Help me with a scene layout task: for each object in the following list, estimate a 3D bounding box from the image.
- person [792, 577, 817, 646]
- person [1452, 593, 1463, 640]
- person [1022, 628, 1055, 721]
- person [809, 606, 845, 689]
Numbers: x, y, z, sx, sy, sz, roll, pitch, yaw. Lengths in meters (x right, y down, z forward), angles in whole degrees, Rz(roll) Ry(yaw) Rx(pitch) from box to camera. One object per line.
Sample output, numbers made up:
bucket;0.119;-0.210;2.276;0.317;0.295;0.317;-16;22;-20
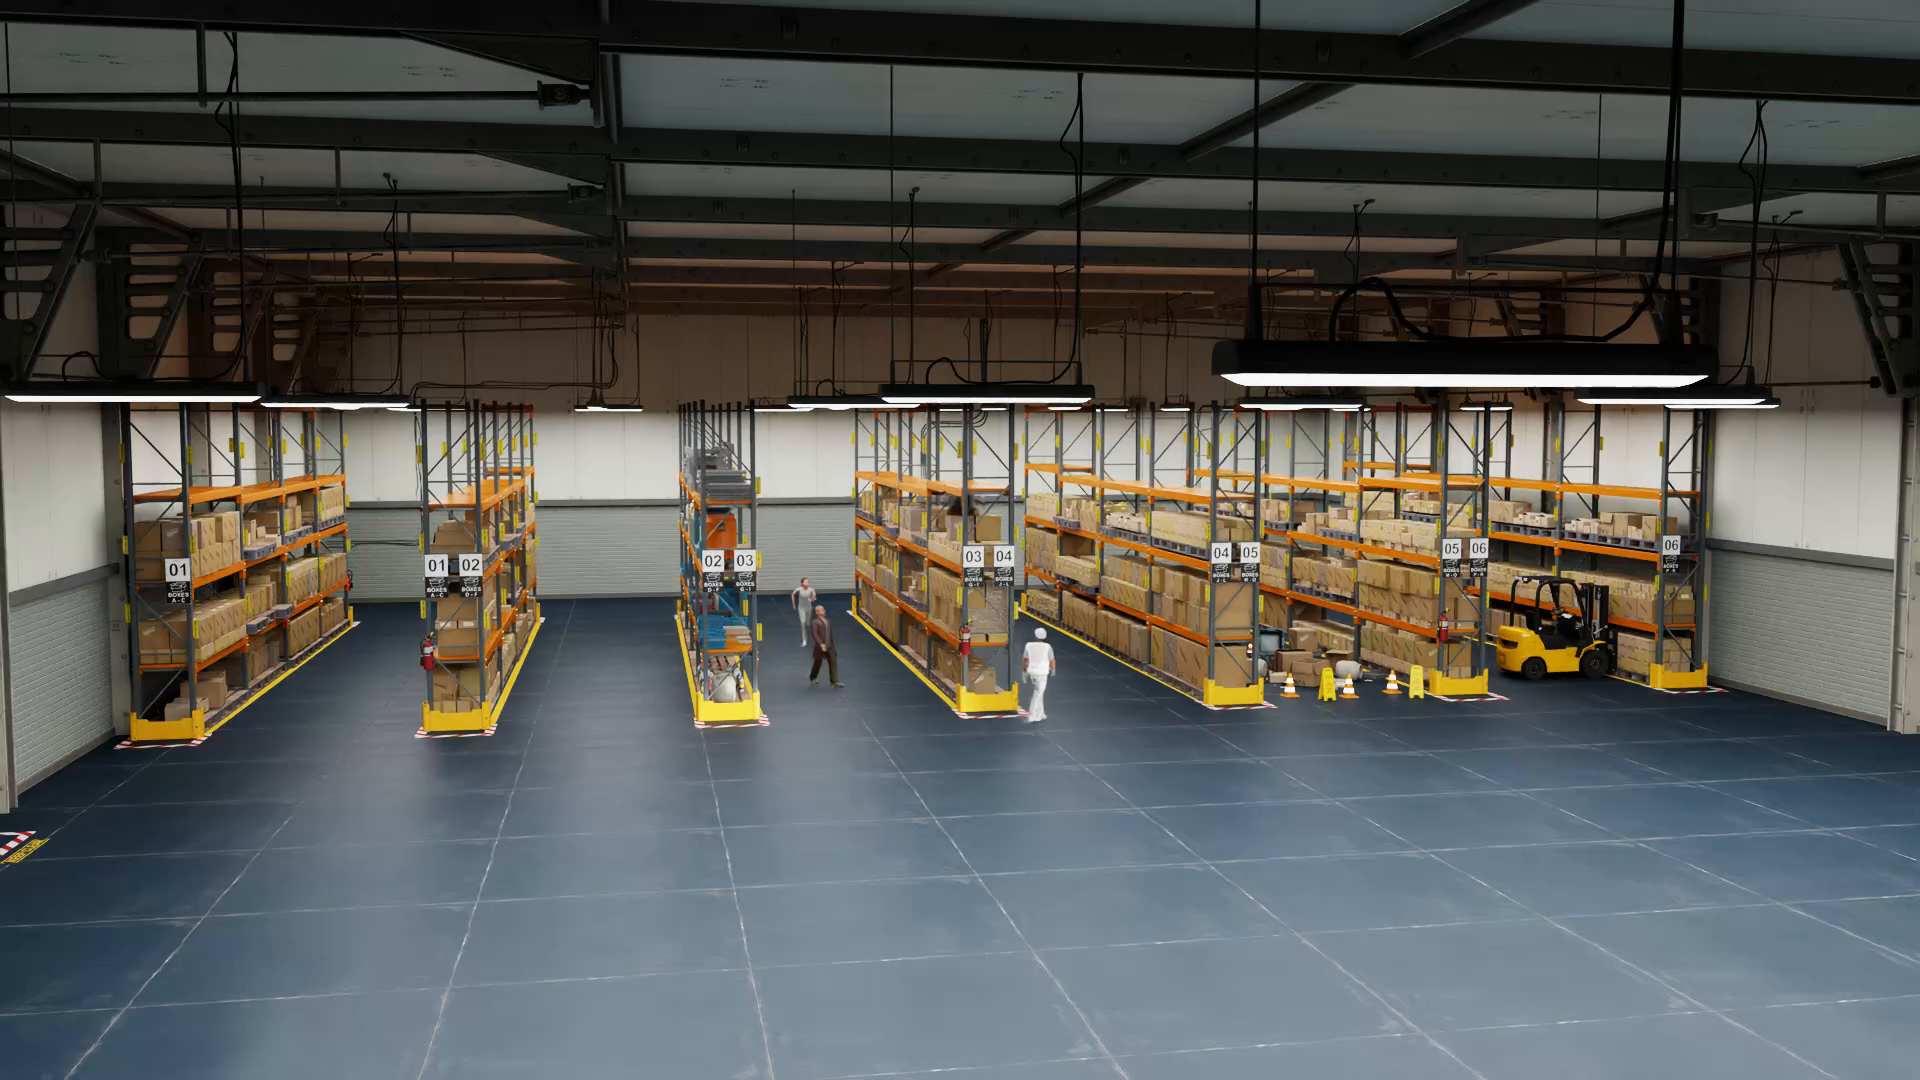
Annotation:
person;-3.853;1.748;41.310;0.616;1.644;0.997;-1;4;-13
person;11.447;1.977;38.345;0.428;1.723;0.563;1;4;14
person;1.530;2.512;31.012;0.699;1.794;0.539;-4;6;-41
person;-2.833;2.233;34.775;0.599;1.716;1.135;-3;5;-33
